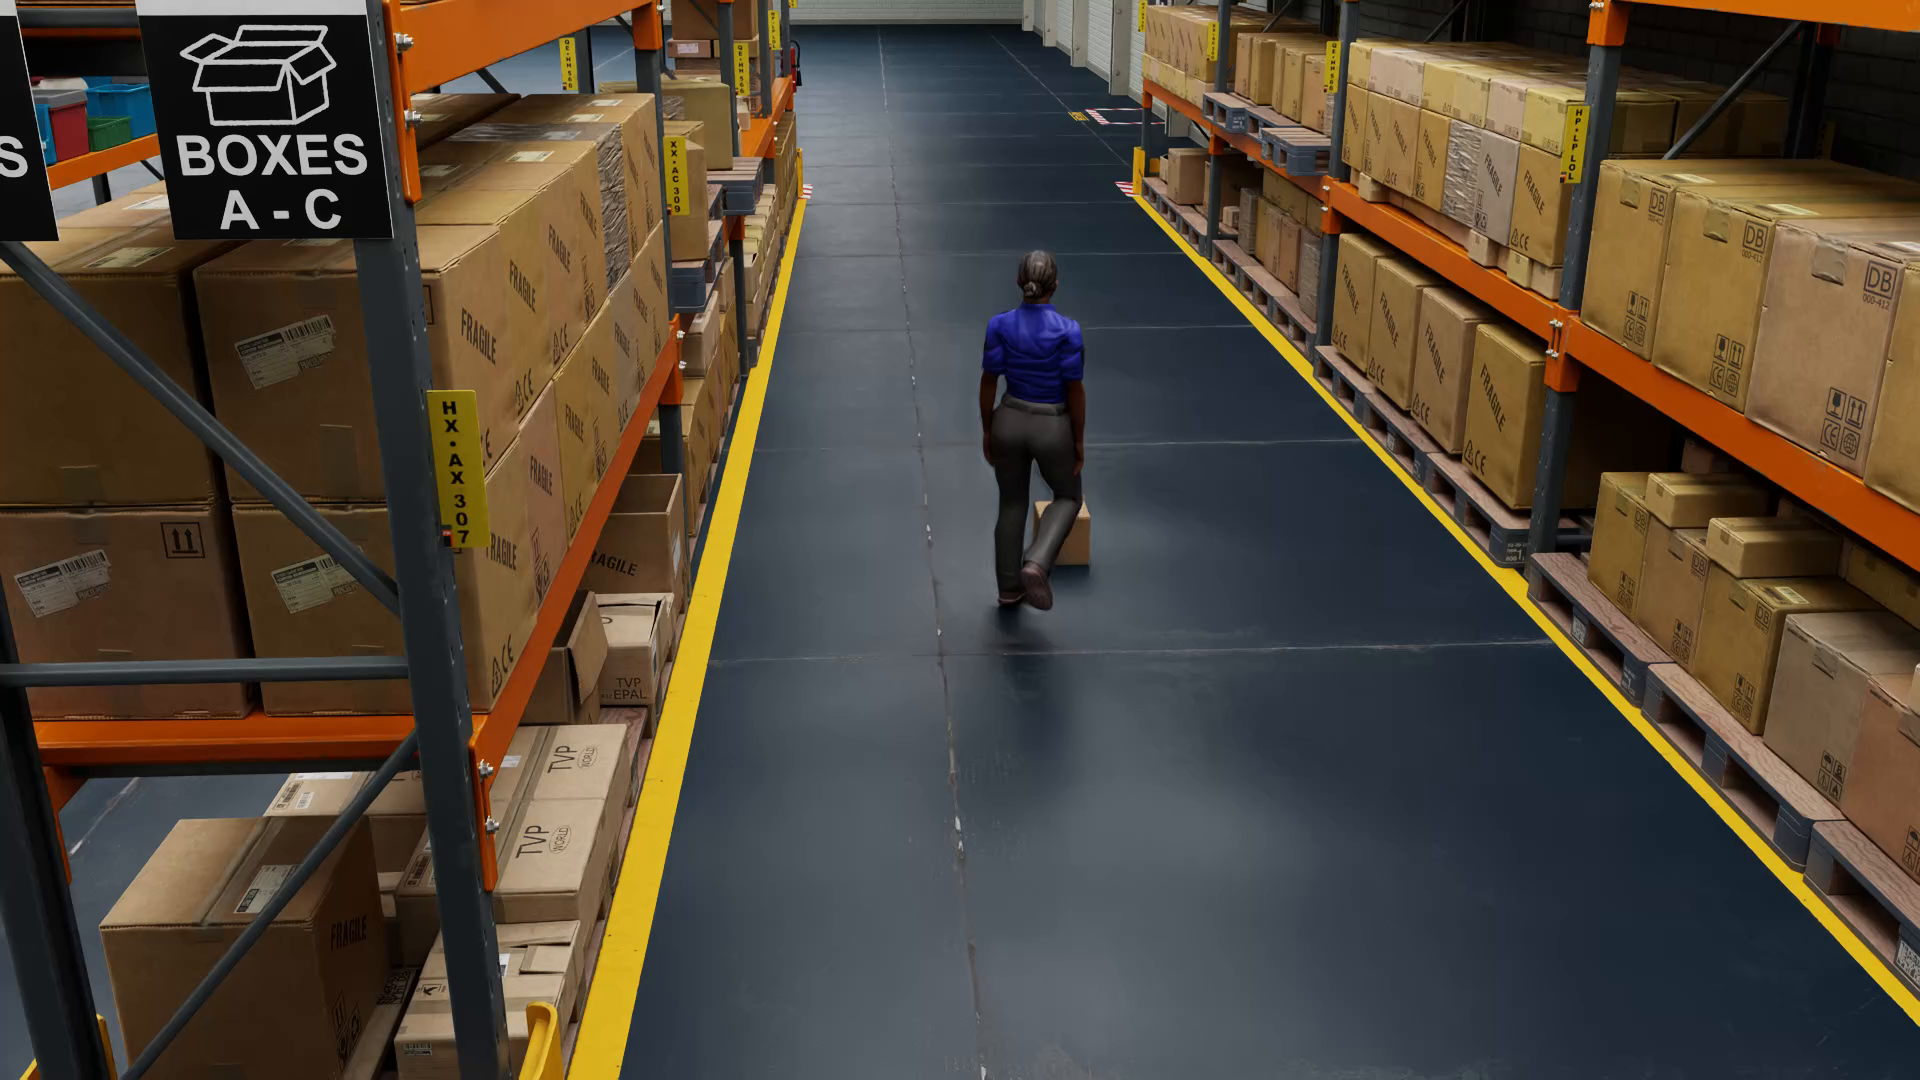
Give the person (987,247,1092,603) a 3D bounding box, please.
[{"bbox_3d":[0.364,-0.489,7.350,0.477,1.657,0.475,6,21,15],"label":"person"}]
